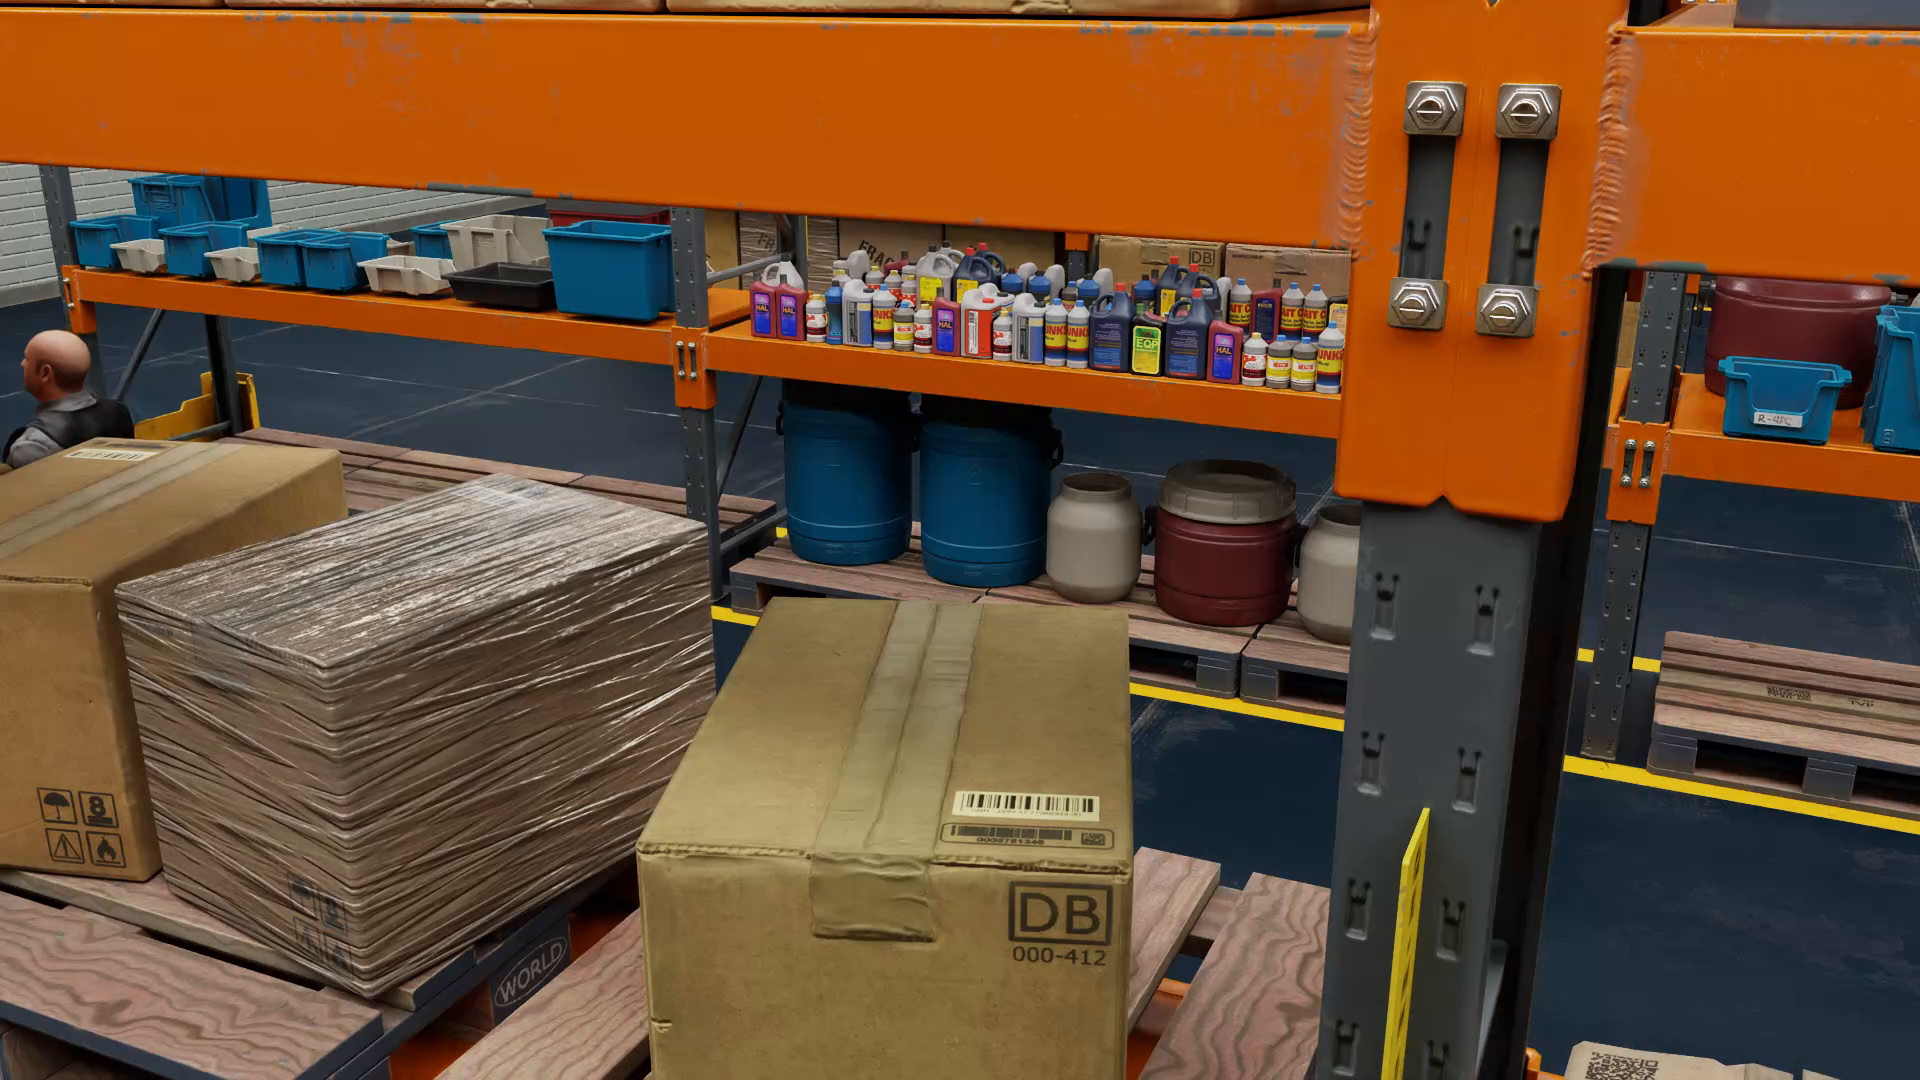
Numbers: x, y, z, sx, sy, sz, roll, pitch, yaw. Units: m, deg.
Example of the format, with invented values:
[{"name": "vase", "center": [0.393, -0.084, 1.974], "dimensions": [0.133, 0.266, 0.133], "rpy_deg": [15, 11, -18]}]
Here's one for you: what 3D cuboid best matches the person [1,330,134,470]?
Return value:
[{"name": "person", "center": [-3.156, 0.081, 5.824], "dimensions": [0.949, 1.673, 0.539], "rpy_deg": [6, 20, 17]}]
